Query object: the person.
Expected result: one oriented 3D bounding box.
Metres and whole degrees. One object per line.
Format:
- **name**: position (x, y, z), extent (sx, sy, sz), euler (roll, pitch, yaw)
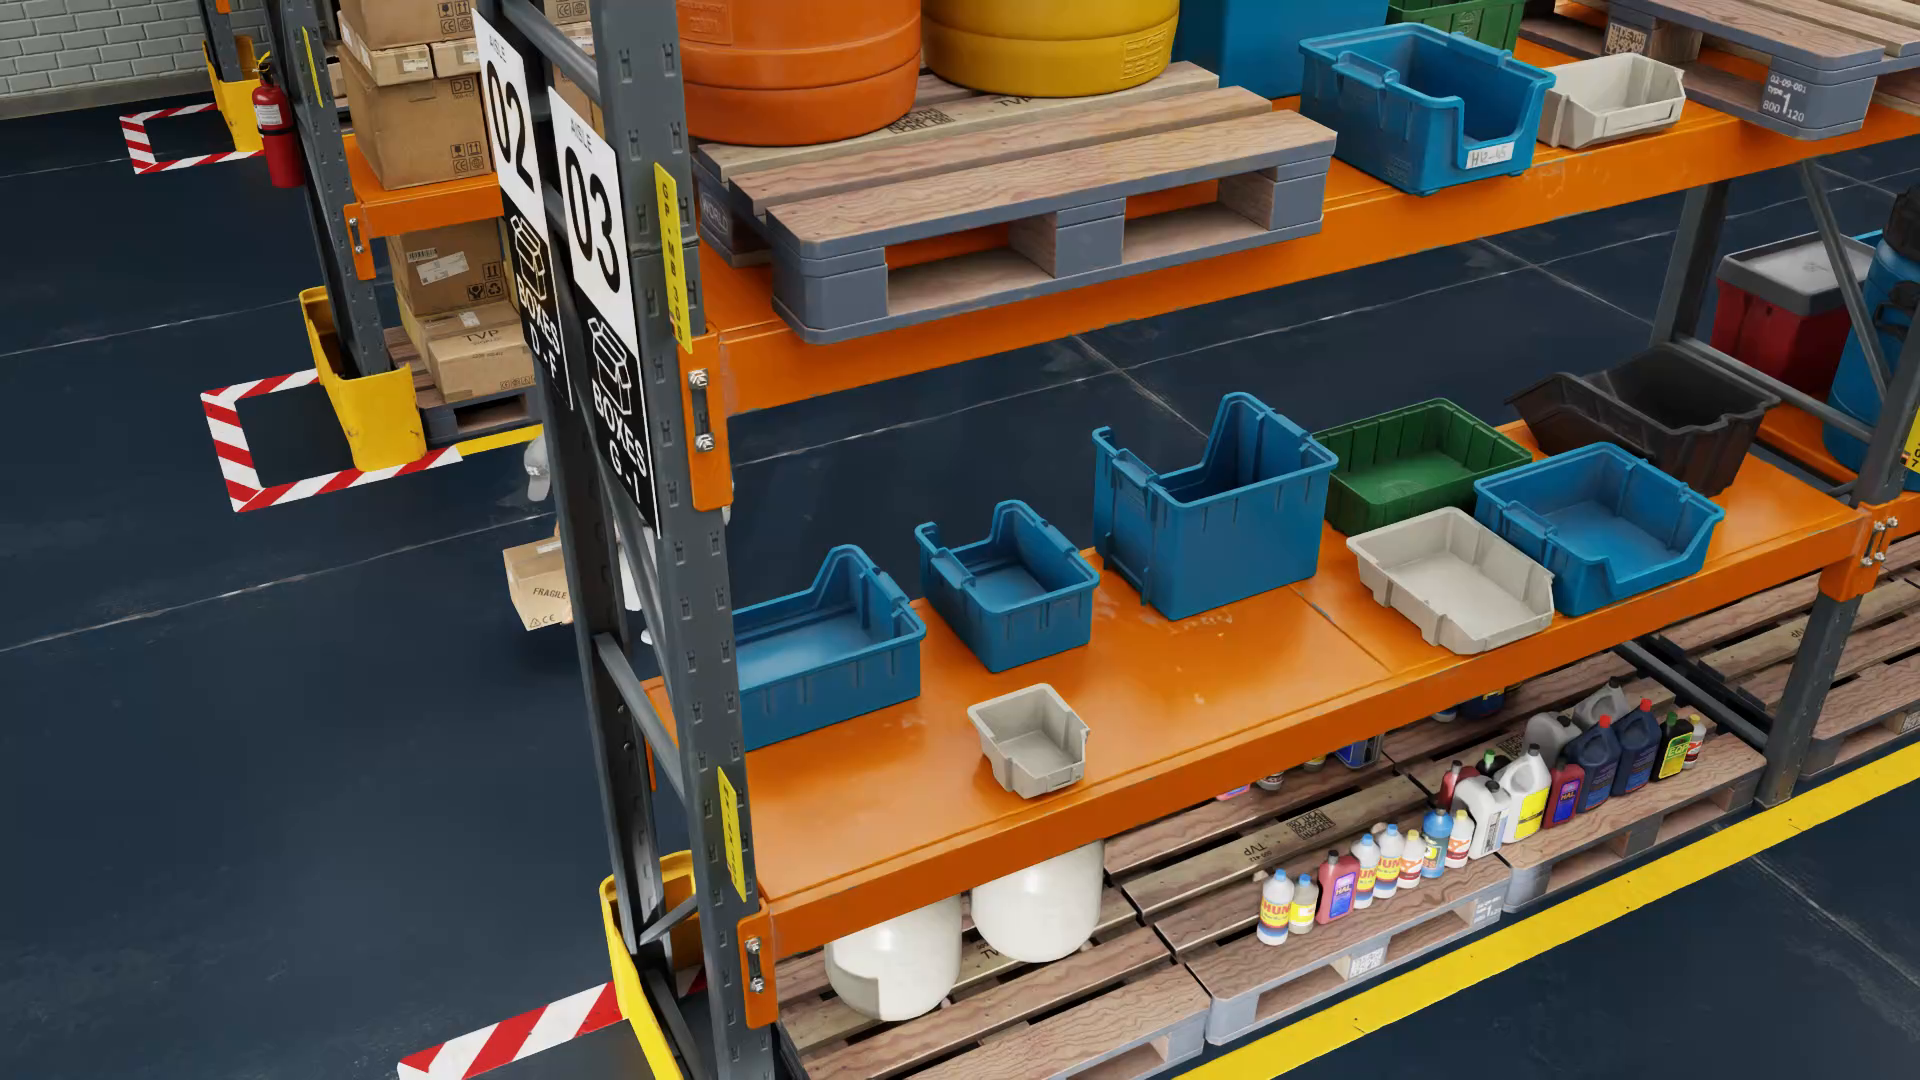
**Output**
- **person**: position (-1.340, -0.069, 6.837), extent (0.836, 1.021, 0.527), euler (-16, 37, -23)
